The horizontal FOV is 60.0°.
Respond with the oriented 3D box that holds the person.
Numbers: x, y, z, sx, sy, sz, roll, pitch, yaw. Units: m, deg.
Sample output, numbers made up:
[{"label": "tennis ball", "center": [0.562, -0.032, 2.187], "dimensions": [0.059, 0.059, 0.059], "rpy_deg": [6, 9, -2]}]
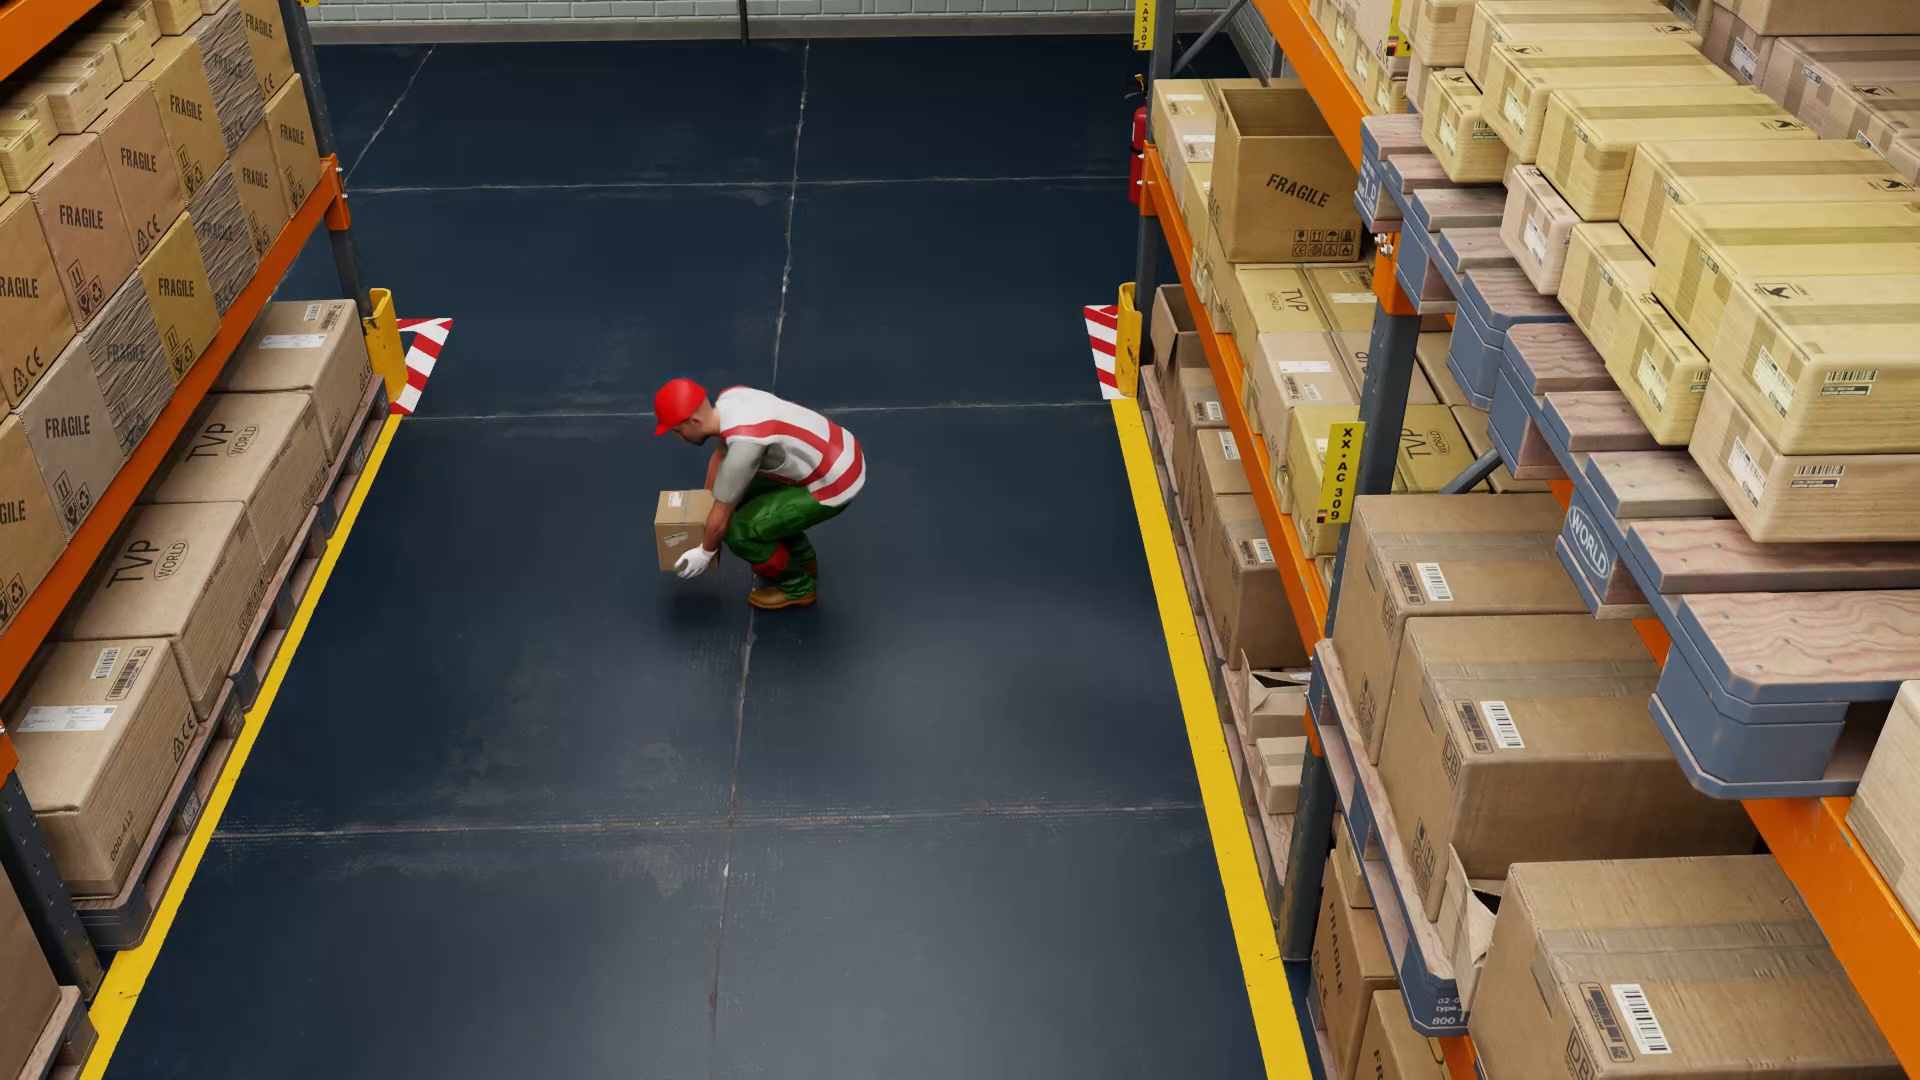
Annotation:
[{"label": "person", "center": [-0.825, -0.215, 7.042], "dimensions": [0.857, 1.094, 0.576], "rpy_deg": [-2, 35, -3]}]
